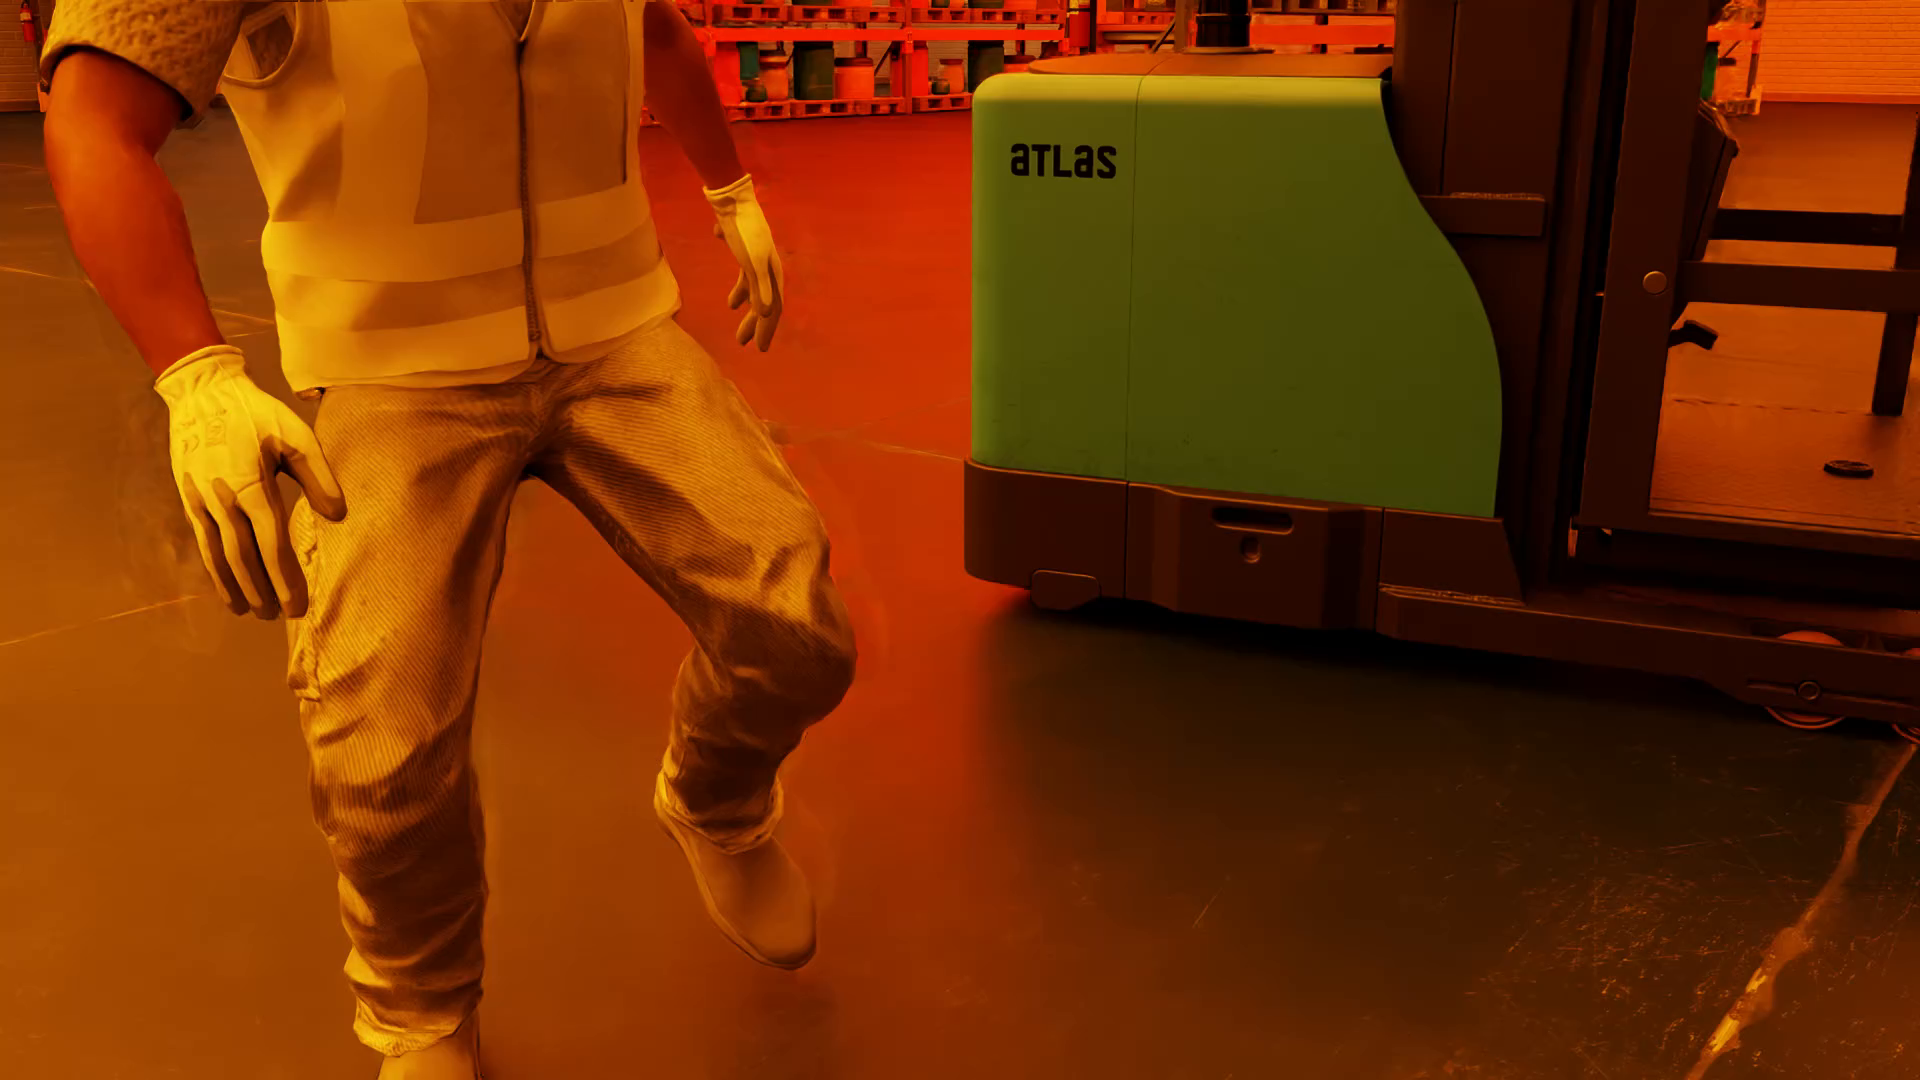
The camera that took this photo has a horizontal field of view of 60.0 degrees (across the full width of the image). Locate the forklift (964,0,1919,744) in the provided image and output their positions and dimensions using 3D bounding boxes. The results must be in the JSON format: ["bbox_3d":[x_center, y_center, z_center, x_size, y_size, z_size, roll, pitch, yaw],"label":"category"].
[{"bbox_3d":[1.576,-1.230,2.947,3.031,2.935,1.130,7,18,21],"label":"forklift"}]

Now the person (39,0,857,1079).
[{"bbox_3d":[-0.446,-0.194,1.723,0.849,1.676,0.625,-11,20,-33],"label":"person"}]
